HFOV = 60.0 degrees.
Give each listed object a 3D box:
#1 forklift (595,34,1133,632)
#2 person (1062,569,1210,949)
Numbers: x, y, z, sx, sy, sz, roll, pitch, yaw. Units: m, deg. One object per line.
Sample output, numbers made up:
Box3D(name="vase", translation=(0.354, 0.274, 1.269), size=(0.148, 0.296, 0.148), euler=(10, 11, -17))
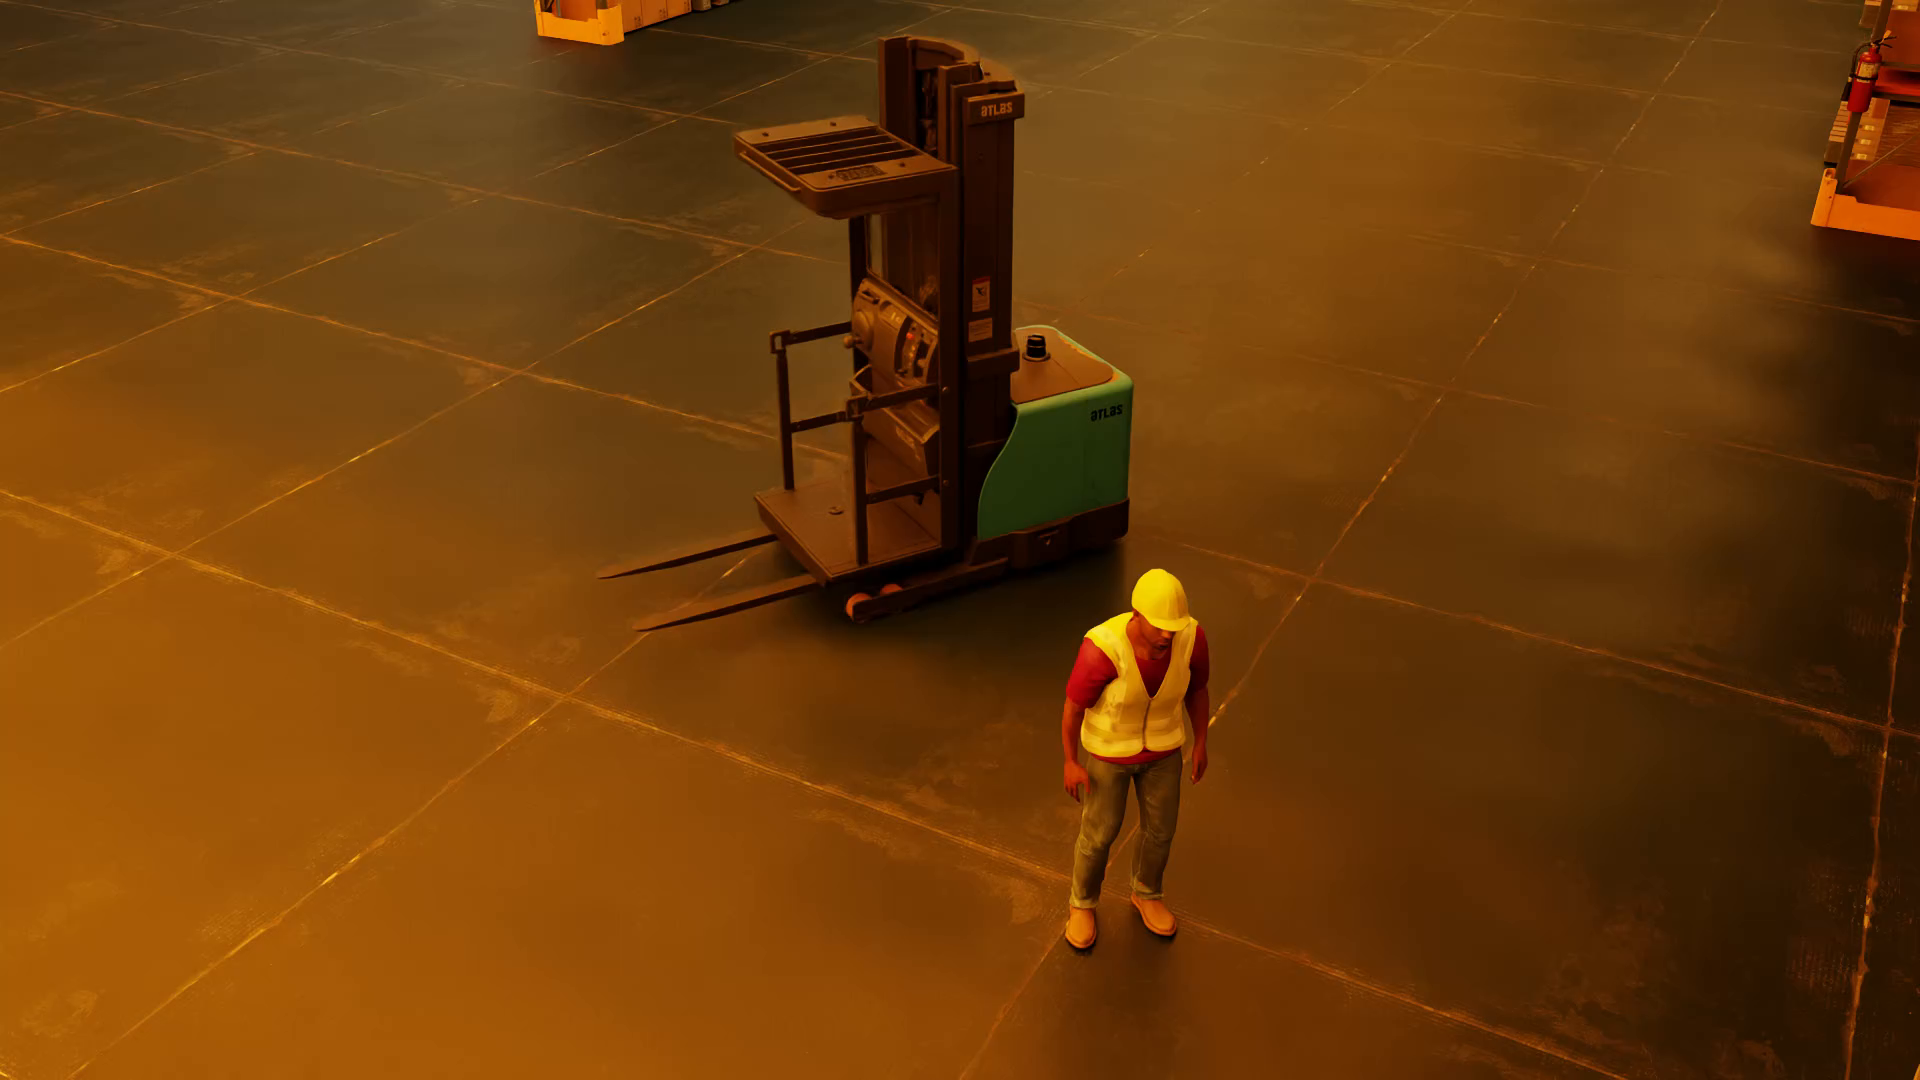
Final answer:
Box3D(name="forklift", translation=(-0.540, -1.110, 8.993), size=(3.031, 2.935, 1.130), euler=(-15, 33, -25))
Box3D(name="person", translation=(0.718, 0.865, 6.748), size=(0.630, 1.759, 0.461), euler=(-7, 31, -12))
